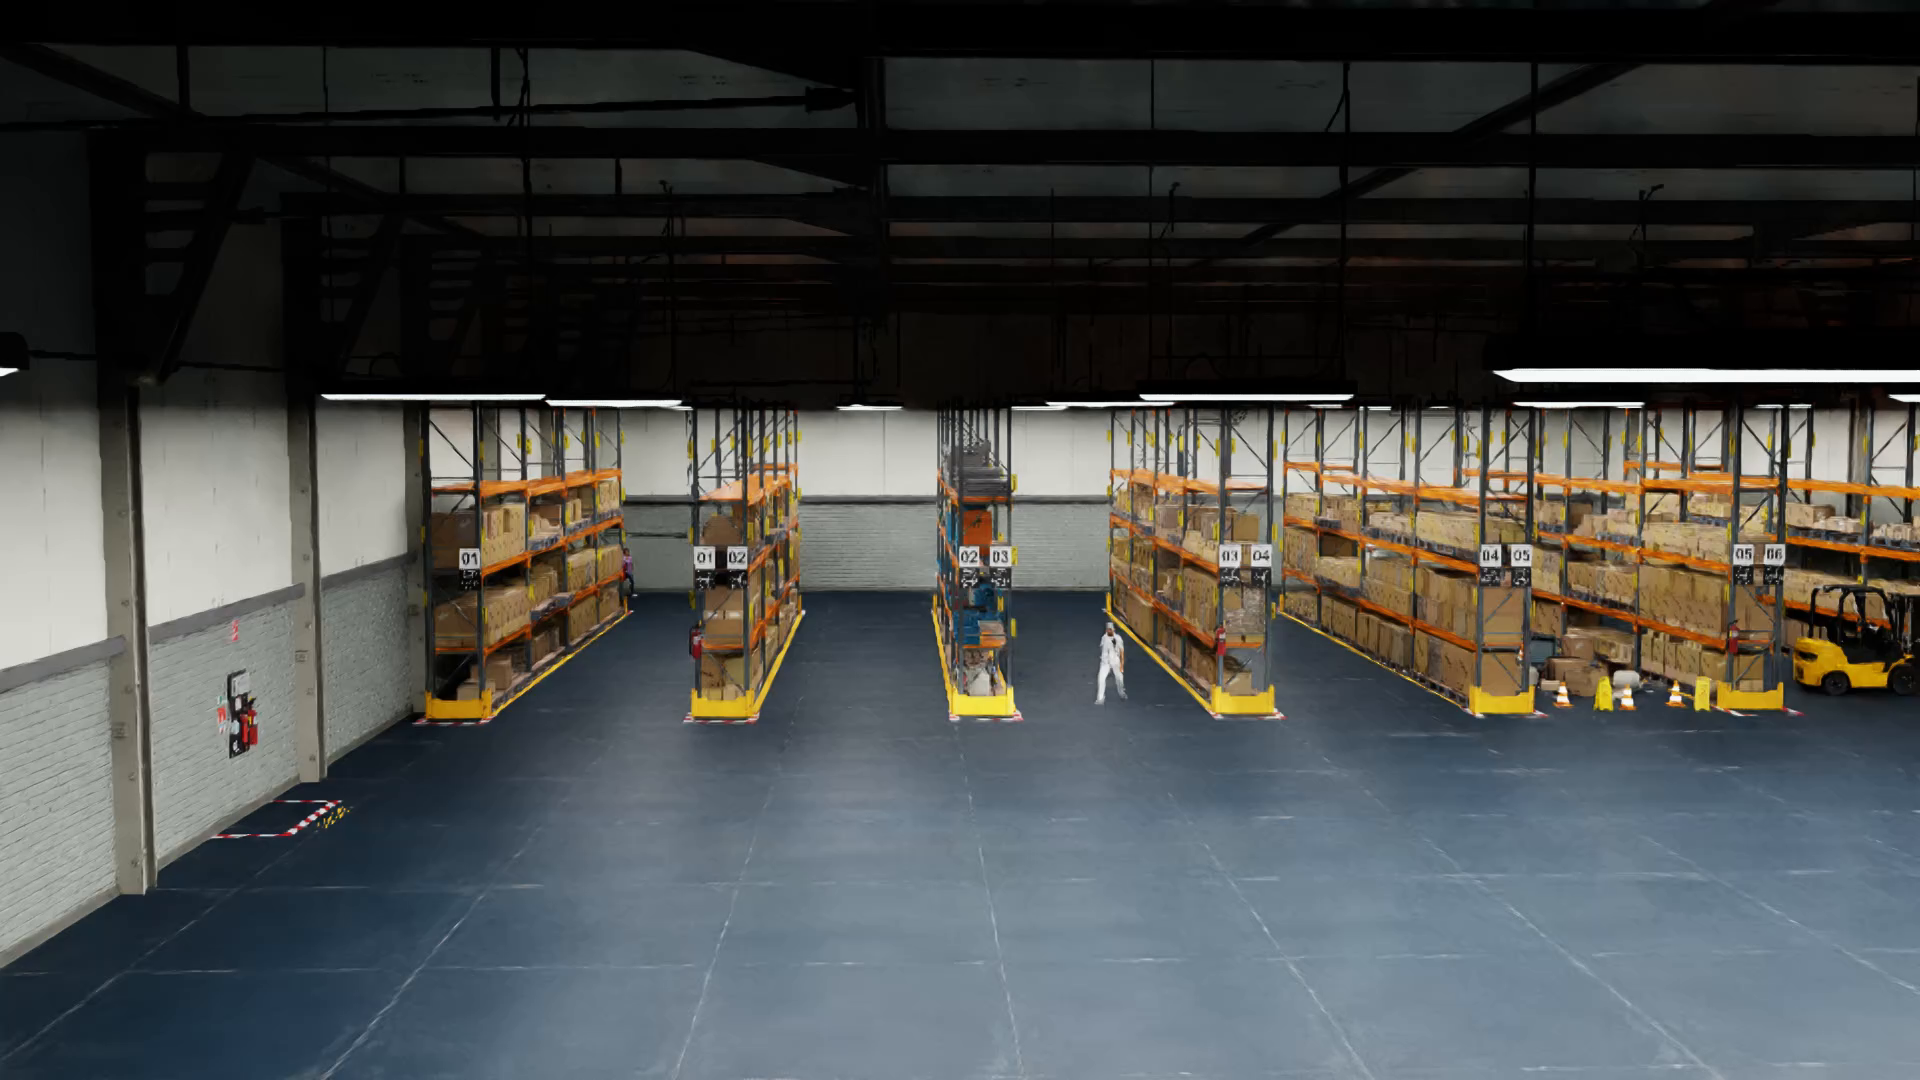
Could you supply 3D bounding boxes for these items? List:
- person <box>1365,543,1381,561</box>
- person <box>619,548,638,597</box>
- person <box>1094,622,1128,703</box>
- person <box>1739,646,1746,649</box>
[{"bbox_3d":[12.700,0.907,51.060,0.572,1.759,0.563,3,5,34],"label":"person"},{"bbox_3d":[-10.306,0.983,51.368,0.569,1.530,0.774,-2,5,-20],"label":"person"},{"bbox_3d":[2.991,2.398,32.703,0.527,1.605,0.946,2,5,20],"label":"person"},{"bbox_3d":[18.011,1.840,38.690,0.576,1.764,0.664,2,5,24],"label":"person"}]
